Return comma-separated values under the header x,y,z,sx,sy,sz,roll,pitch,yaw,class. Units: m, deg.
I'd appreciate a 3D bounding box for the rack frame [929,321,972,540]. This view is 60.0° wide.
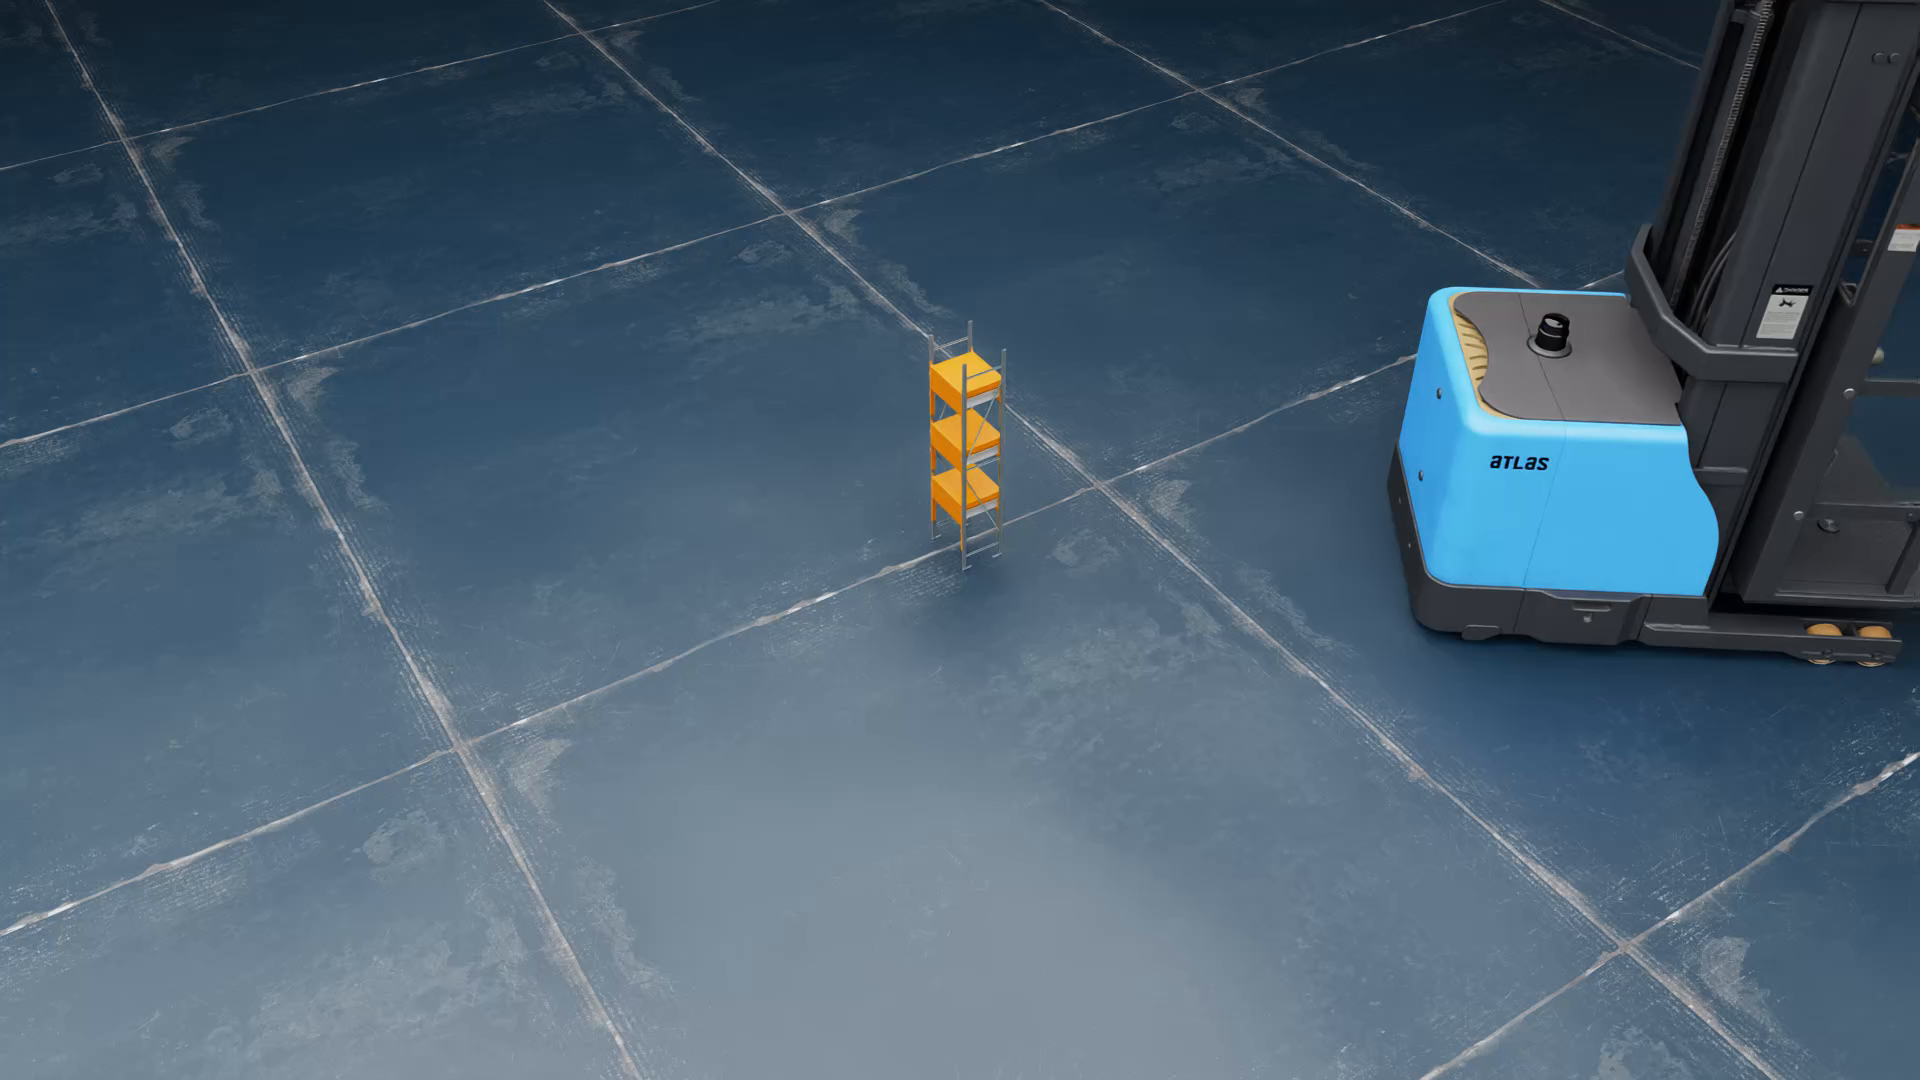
x,y,z,sx,sy,sz,roll,pitch,yaw,class
-0.037,-0.440,6.958,0.200,1.050,0.008,-22,45,-24,rack frame

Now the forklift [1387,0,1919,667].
x,y,z,sx,sy,sz,roll,pitch,yaw,class
3.389,-0.975,6.131,3.031,2.935,1.130,3,40,3,forklift

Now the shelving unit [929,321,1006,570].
x,y,z,sx,sy,sz,roll,pitch,yaw,class
0.029,-0.374,6.879,0.215,1.050,0.252,-22,45,-24,shelving unit

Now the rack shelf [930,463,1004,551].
x,y,z,sx,sy,sz,roll,pitch,yaw,class
0.029,-0.153,7.064,0.215,0.259,0.240,-22,45,-24,rack shelf

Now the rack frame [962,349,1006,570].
x,y,z,sx,sy,sz,roll,pitch,yaw,class
0.094,-0.309,6.800,0.200,1.050,0.008,-22,45,-24,rack frame

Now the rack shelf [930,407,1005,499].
x,y,z,sx,sy,sz,roll,pitch,yaw,class
0.029,-0.366,6.886,0.215,0.259,0.240,-22,45,-24,rack shelf

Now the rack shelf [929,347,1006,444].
x,y,z,sx,sy,sz,roll,pitch,yaw,class
0.029,-0.584,6.704,0.215,0.259,0.240,-22,45,-24,rack shelf
